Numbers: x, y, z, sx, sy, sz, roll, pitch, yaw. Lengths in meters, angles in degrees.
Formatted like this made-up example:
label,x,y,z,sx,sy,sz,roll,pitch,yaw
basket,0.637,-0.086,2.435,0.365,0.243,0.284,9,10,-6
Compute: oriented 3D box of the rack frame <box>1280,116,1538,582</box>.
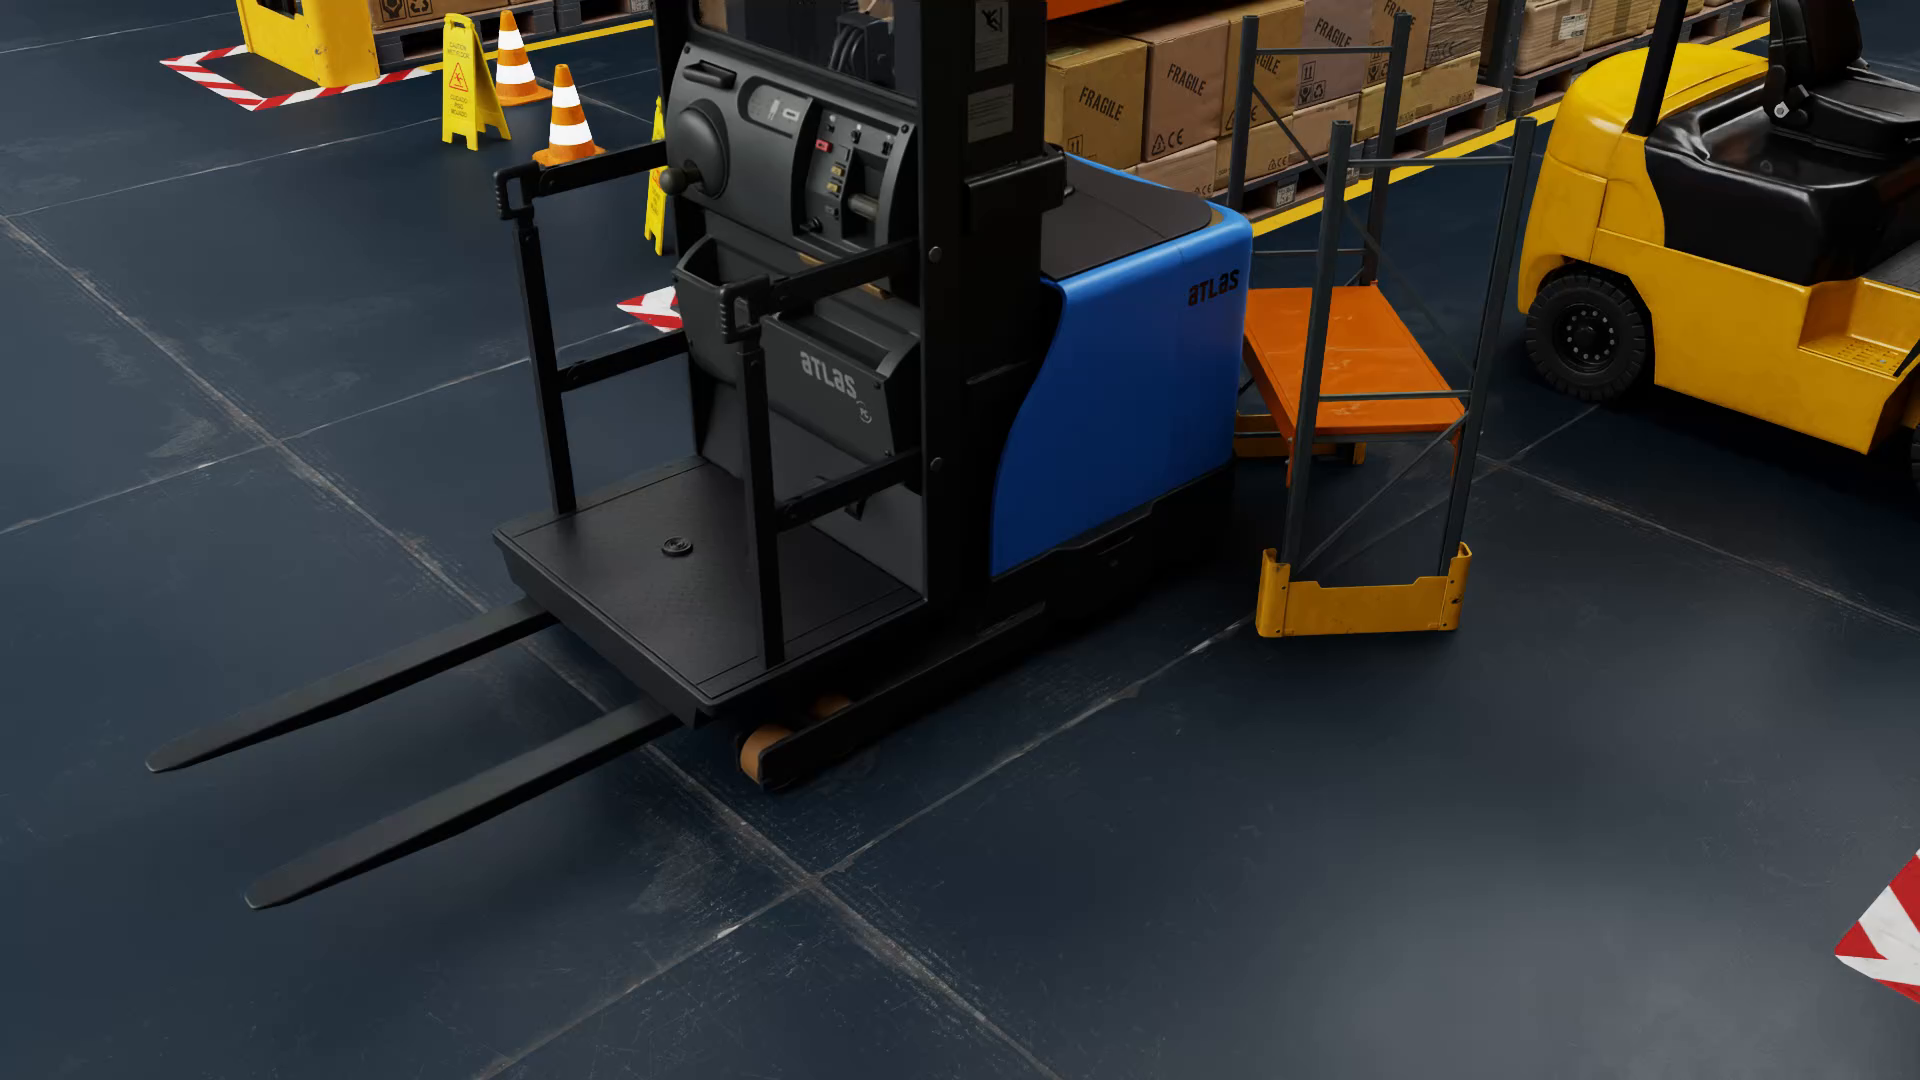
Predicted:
label,x,y,z,sx,sy,sz,roll,pitch,yaw
rack frame,1.156,-0.381,4.435,0.500,1.500,0.032,-2,32,-3

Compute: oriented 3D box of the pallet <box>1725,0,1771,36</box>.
label,x,y,z,sx,sy,sz,roll,pitch,yaw
pallet,4.897,-3.639,10.998,1.213,0.211,1.003,-26,40,-35

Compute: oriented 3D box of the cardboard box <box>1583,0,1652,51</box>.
label,x,y,z,sx,sy,sz,roll,pitch,yaw
cardboard box,3.446,-3.187,9.704,0.625,0.372,0.950,-23,38,-33

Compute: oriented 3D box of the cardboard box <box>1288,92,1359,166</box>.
label,x,y,z,sx,sy,sz,roll,pitch,yaw
cardboard box,1.528,-2.008,7.892,0.500,0.250,0.500,-25,39,-35

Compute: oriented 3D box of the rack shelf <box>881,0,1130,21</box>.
label,x,y,z,sx,sy,sz,roll,pitch,yaw
rack shelf,1.071,-2.670,7.430,4.000,0.370,1.077,-26,40,-35

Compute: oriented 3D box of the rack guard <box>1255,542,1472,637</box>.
label,x,y,z,sx,sy,sz,roll,pitch,yaw
rack guard,1.155,0.142,4.778,0.587,0.250,0.087,-2,32,-3

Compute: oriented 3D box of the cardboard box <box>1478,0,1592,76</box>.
label,x,y,z,sx,sy,sz,roll,pitch,yaw
cardboard box,2.921,-2.931,9.285,0.625,0.372,0.950,-25,39,-35

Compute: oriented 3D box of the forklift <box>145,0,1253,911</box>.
label,x,y,z,sx,sy,sz,roll,pitch,yaw
forklift,-0.591,-0.928,3.957,3.031,2.935,1.130,-25,39,-34

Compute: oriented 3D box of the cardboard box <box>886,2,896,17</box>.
label,x,y,z,sx,sy,sz,roll,pitch,yaw
cardboard box,-0.148,-3.187,9.849,0.503,0.637,0.797,-26,40,-35

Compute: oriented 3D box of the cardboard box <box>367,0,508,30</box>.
label,x,y,z,sx,sy,sz,roll,pitch,yaw
cardboard box,-3.383,-3.664,10.000,0.875,0.875,0.875,-26,40,-35

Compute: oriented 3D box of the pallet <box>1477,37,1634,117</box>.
label,x,y,z,sx,sy,sz,roll,pitch,yaw
pallet,3.108,-2.773,9.583,1.213,0.211,1.003,-26,40,-35

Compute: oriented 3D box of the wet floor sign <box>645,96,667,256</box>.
label,x,y,z,sx,sy,sz,roll,pitch,yaw
wet floor sign,-1.262,-1.605,7.256,0.232,0.644,0.267,-12,34,-19

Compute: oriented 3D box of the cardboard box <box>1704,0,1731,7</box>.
label,x,y,z,sx,sy,sz,roll,pitch,yaw
cardboard box,4.514,-3.702,10.545,0.625,0.372,0.950,-27,40,-36

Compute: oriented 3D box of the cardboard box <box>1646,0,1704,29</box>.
label,x,y,z,sx,sy,sz,roll,pitch,yaw
cardboard box,3.954,-3.435,10.108,0.625,0.372,0.950,-24,39,-34

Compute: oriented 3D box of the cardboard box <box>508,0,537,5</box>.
label,x,y,z,sx,sy,sz,roll,pitch,yaw
cardboard box,-2.739,-3.976,10.512,0.875,0.875,0.875,-27,40,-36

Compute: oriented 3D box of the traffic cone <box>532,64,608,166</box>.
label,x,y,z,sx,sy,sz,roll,pitch,yaw
traffic cone,-1.961,-2.135,8.298,0.334,0.463,0.336,-26,40,-35

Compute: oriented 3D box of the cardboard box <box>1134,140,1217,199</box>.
label,x,y,z,sx,sy,sz,roll,pitch,yaw
cardboard box,0.764,-1.632,7.277,0.500,0.250,0.500,-24,39,-34

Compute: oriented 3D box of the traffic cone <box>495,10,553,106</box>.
label,x,y,z,sx,sy,sz,roll,pitch,yaw
traffic cone,-2.480,-2.688,9.202,0.334,0.463,0.336,-26,40,-35

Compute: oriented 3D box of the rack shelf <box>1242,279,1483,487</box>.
label,x,y,z,sx,sy,sz,roll,pitch,yaw
rack shelf,1.121,-0.492,4.962,0.538,0.185,1.000,-2,32,-3

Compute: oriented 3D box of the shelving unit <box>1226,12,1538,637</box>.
label,x,y,z,sx,sy,sz,roll,pitch,yaw
shelving unit,1.120,-0.650,4.876,0.587,1.500,1.083,-2,32,-3

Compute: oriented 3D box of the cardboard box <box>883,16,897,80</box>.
label,x,y,z,sx,sy,sz,roll,pitch,yaw
cardboard box,0.015,-1.977,7.123,0.500,0.500,0.500,-26,40,-35

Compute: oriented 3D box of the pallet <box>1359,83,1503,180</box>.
label,x,y,z,sx,sy,sz,roll,pitch,yaw
pallet,2.070,-2.245,8.719,1.213,0.211,1.003,-26,40,-35

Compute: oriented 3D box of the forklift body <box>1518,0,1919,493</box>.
label,x,y,z,sx,sy,sz,roll,pitch,yaw
forklift body,3.133,-1.378,5.442,1.214,2.155,2.313,-26,40,-35

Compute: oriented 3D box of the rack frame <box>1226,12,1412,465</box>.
label,x,y,z,sx,sy,sz,roll,pitch,yaw
rack frame,1.085,-0.910,5.300,0.500,1.500,0.032,-2,32,-3

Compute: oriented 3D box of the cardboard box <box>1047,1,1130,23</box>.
label,x,y,z,sx,sy,sz,roll,pitch,yaw
cardboard box,0.395,-2.164,7.427,0.500,0.500,0.500,-24,39,-34

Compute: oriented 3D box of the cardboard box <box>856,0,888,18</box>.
label,x,y,z,sx,sy,sz,roll,pitch,yaw
cardboard box,-0.829,-2.794,9.336,0.797,0.503,0.637,4,32,6

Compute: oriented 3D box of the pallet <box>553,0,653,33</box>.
label,x,y,z,sx,sy,sz,roll,pitch,yaw
pallet,-2.407,-3.679,11.065,1.213,0.211,1.003,-26,40,-35

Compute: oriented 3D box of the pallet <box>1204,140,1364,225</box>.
label,x,y,z,sx,sy,sz,roll,pitch,yaw
pallet,1.175,-1.810,8.007,1.213,0.211,1.003,-26,40,-35

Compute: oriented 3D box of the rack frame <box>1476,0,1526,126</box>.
label,x,y,z,sx,sy,sz,roll,pitch,yaw
rack frame,2.538,-3.686,8.403,0.127,3.000,1.000,-26,40,-35

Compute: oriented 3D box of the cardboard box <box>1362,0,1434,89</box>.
label,x,y,z,sx,sy,sz,roll,pitch,yaw
cardboard box,1.915,-2.519,8.008,0.500,0.500,0.500,-25,39,-35

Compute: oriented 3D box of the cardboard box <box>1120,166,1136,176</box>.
label,x,y,z,sx,sy,sz,roll,pitch,yaw
cardboard box,0.384,-1.454,6.985,0.500,0.250,0.500,-26,40,-36

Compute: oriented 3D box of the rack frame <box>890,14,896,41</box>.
label,x,y,z,sx,sy,sz,roll,pitch,yaw
rack frame,-0.395,-2.267,6.083,0.127,3.000,1.000,-26,40,-35

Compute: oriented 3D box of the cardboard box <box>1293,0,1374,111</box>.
label,x,y,z,sx,sy,sz,roll,pitch,yaw
cardboard box,1.541,-2.337,7.711,0.500,0.500,0.500,-23,39,-33

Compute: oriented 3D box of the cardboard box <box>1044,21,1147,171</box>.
label,x,y,z,sx,sy,sz,roll,pitch,yaw
cardboard box,0.401,-1.782,6.804,0.500,0.500,0.500,-27,41,-37

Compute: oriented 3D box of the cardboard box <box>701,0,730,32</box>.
label,x,y,z,sx,sy,sz,roll,pitch,yaw
cardboard box,-1.342,-3.535,10.550,0.500,0.500,0.500,-19,36,-28

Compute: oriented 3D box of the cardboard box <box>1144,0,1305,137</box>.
label,x,y,z,sx,sy,sz,roll,pitch,yaw
cardboard box,1.155,-2.144,7.396,0.500,0.500,0.500,-25,39,-35

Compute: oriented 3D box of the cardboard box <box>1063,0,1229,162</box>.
label,x,y,z,sx,sy,sz,roll,pitch,yaw
cardboard box,0.782,-1.969,7.110,0.500,0.500,0.500,-28,41,-37

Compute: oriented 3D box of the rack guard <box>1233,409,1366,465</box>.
label,x,y,z,sx,sy,sz,roll,pitch,yaw
rack guard,1.085,-0.376,5.625,0.587,0.250,0.087,-2,32,-3

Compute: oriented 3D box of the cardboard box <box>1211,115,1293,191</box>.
label,x,y,z,sx,sy,sz,roll,pitch,yaw
cardboard box,1.155,-1.830,7.601,0.500,0.250,0.500,-23,38,-32

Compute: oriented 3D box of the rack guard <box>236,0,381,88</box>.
label,x,y,z,sx,sy,sz,roll,pitch,yaw
rack guard,-3.852,-3.050,9.759,0.348,0.500,1.175,-26,40,-35

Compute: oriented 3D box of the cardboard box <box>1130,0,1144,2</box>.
label,x,y,z,sx,sy,sz,roll,pitch,yaw
cardboard box,0.770,-2.340,7.716,0.500,0.500,0.500,-27,40,-36

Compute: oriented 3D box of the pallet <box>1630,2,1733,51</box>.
label,x,y,z,sx,sy,sz,roll,pitch,yaw
pallet,4.003,-3.208,10.294,1.213,0.211,1.003,-26,40,-35

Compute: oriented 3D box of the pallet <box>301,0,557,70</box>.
label,x,y,z,sx,sy,sz,roll,pitch,yaw
pallet,-3.302,-3.249,10.361,1.213,0.211,1.003,-26,40,-35

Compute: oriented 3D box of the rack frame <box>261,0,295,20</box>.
label,x,y,z,sx,sy,sz,roll,pitch,yaw
rack frame,-3.835,-4.125,9.121,0.127,3.000,1.000,-26,40,-35

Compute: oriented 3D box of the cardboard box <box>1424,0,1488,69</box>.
label,x,y,z,sx,sy,sz,roll,pitch,yaw
cardboard box,2.287,-2.700,8.304,0.500,0.500,0.500,-26,40,-36

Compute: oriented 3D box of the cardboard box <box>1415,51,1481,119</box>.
label,x,y,z,sx,sy,sz,roll,pitch,yaw
cardboard box,2.287,-2.380,8.499,0.500,0.250,0.500,-24,39,-33

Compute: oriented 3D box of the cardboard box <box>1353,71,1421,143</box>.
label,x,y,z,sx,sy,sz,roll,pitch,yaw
cardboard box,1.904,-2.187,8.184,0.500,0.250,0.500,-27,41,-37

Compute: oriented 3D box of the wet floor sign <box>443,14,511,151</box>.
label,x,y,z,sx,sy,sz,roll,pitch,yaw
wet floor sign,-2.510,-2.353,8.479,0.267,0.644,0.232,22,37,31
